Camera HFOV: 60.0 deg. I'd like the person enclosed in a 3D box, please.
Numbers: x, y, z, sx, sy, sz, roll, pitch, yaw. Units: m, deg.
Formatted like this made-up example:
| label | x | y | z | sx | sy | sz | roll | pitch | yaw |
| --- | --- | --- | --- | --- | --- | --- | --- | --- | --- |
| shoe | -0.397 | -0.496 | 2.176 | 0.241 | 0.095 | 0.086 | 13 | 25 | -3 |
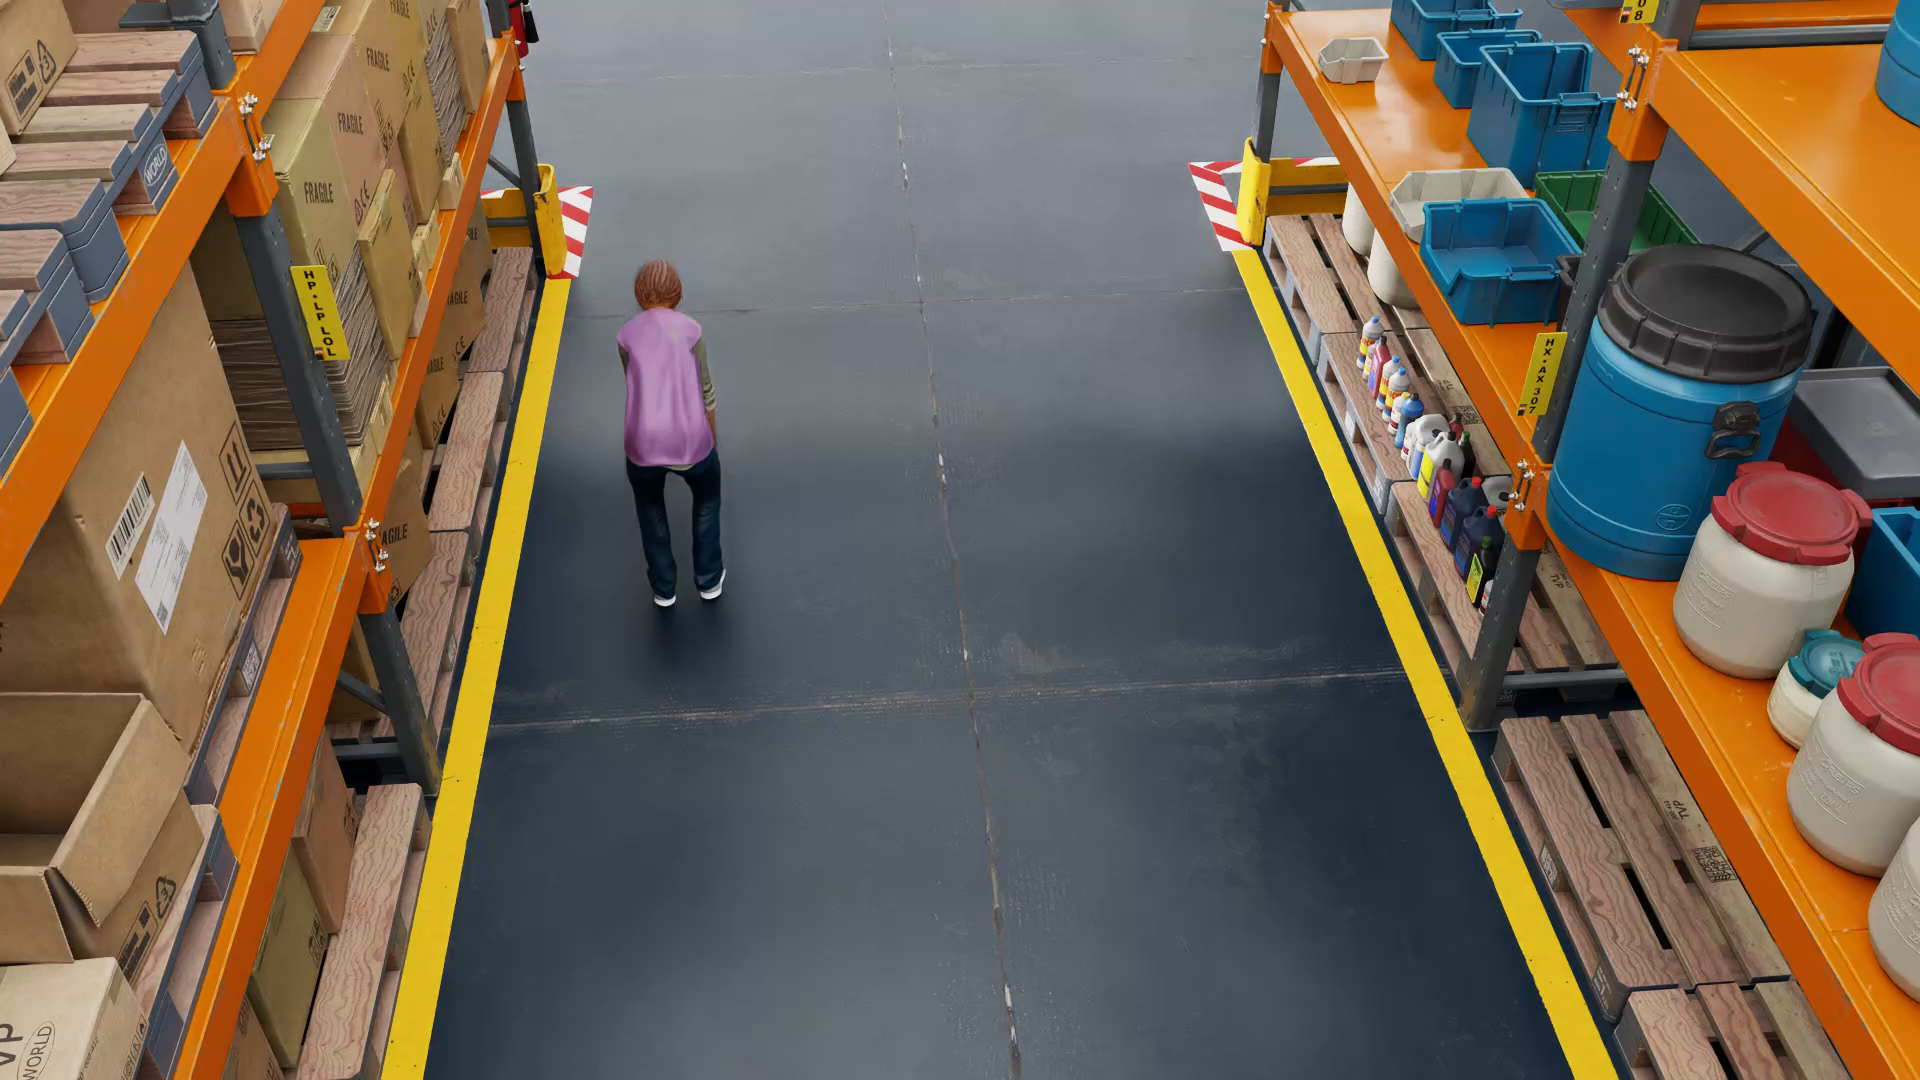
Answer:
| label | x | y | z | sx | sy | sz | roll | pitch | yaw |
| --- | --- | --- | --- | --- | --- | --- | --- | --- | --- |
| person | -1.178 | -0.409 | 6.850 | 0.373 | 1.355 | 0.737 | -4 | 40 | -5 |
